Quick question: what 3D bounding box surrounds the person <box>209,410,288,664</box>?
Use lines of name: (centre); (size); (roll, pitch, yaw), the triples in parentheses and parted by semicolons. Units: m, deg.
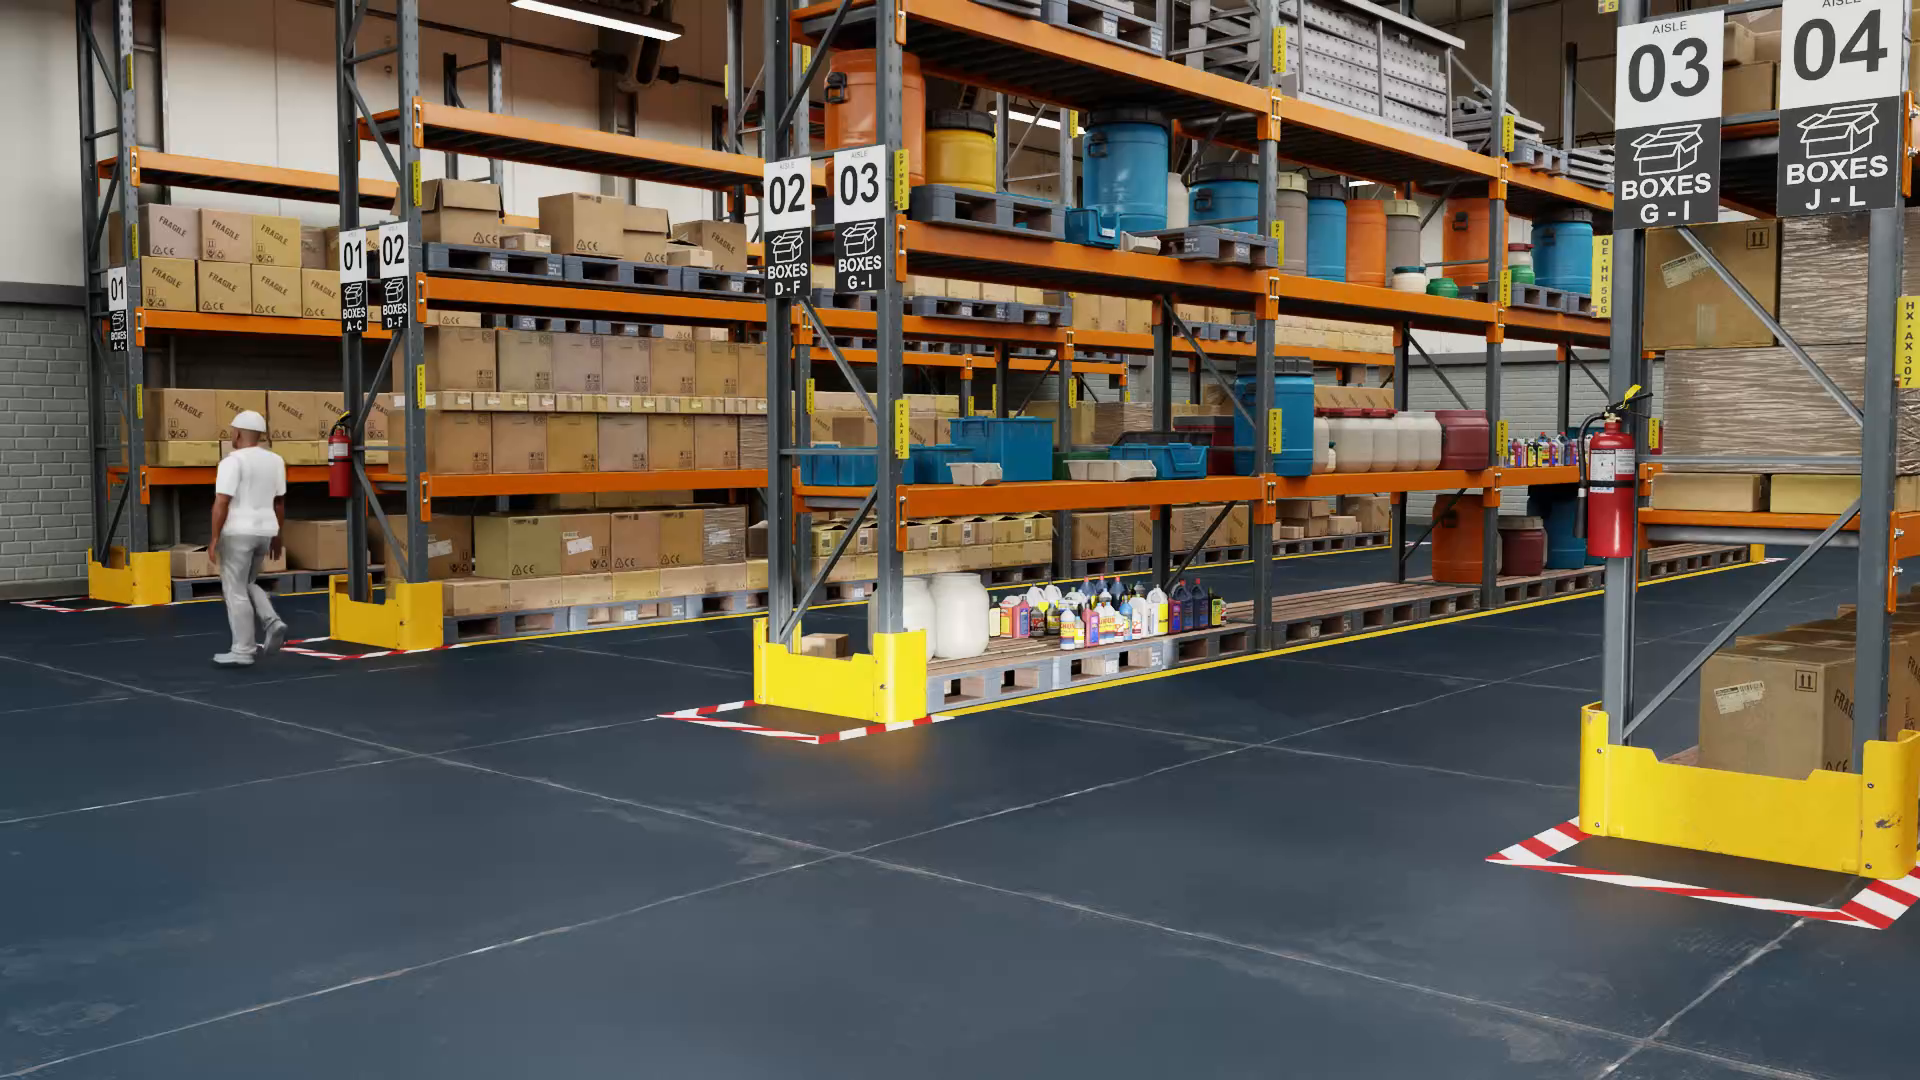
person: (-4.982, -0.026, 11.630); (0.501, 1.756, 0.610); (1, 4, 20)
